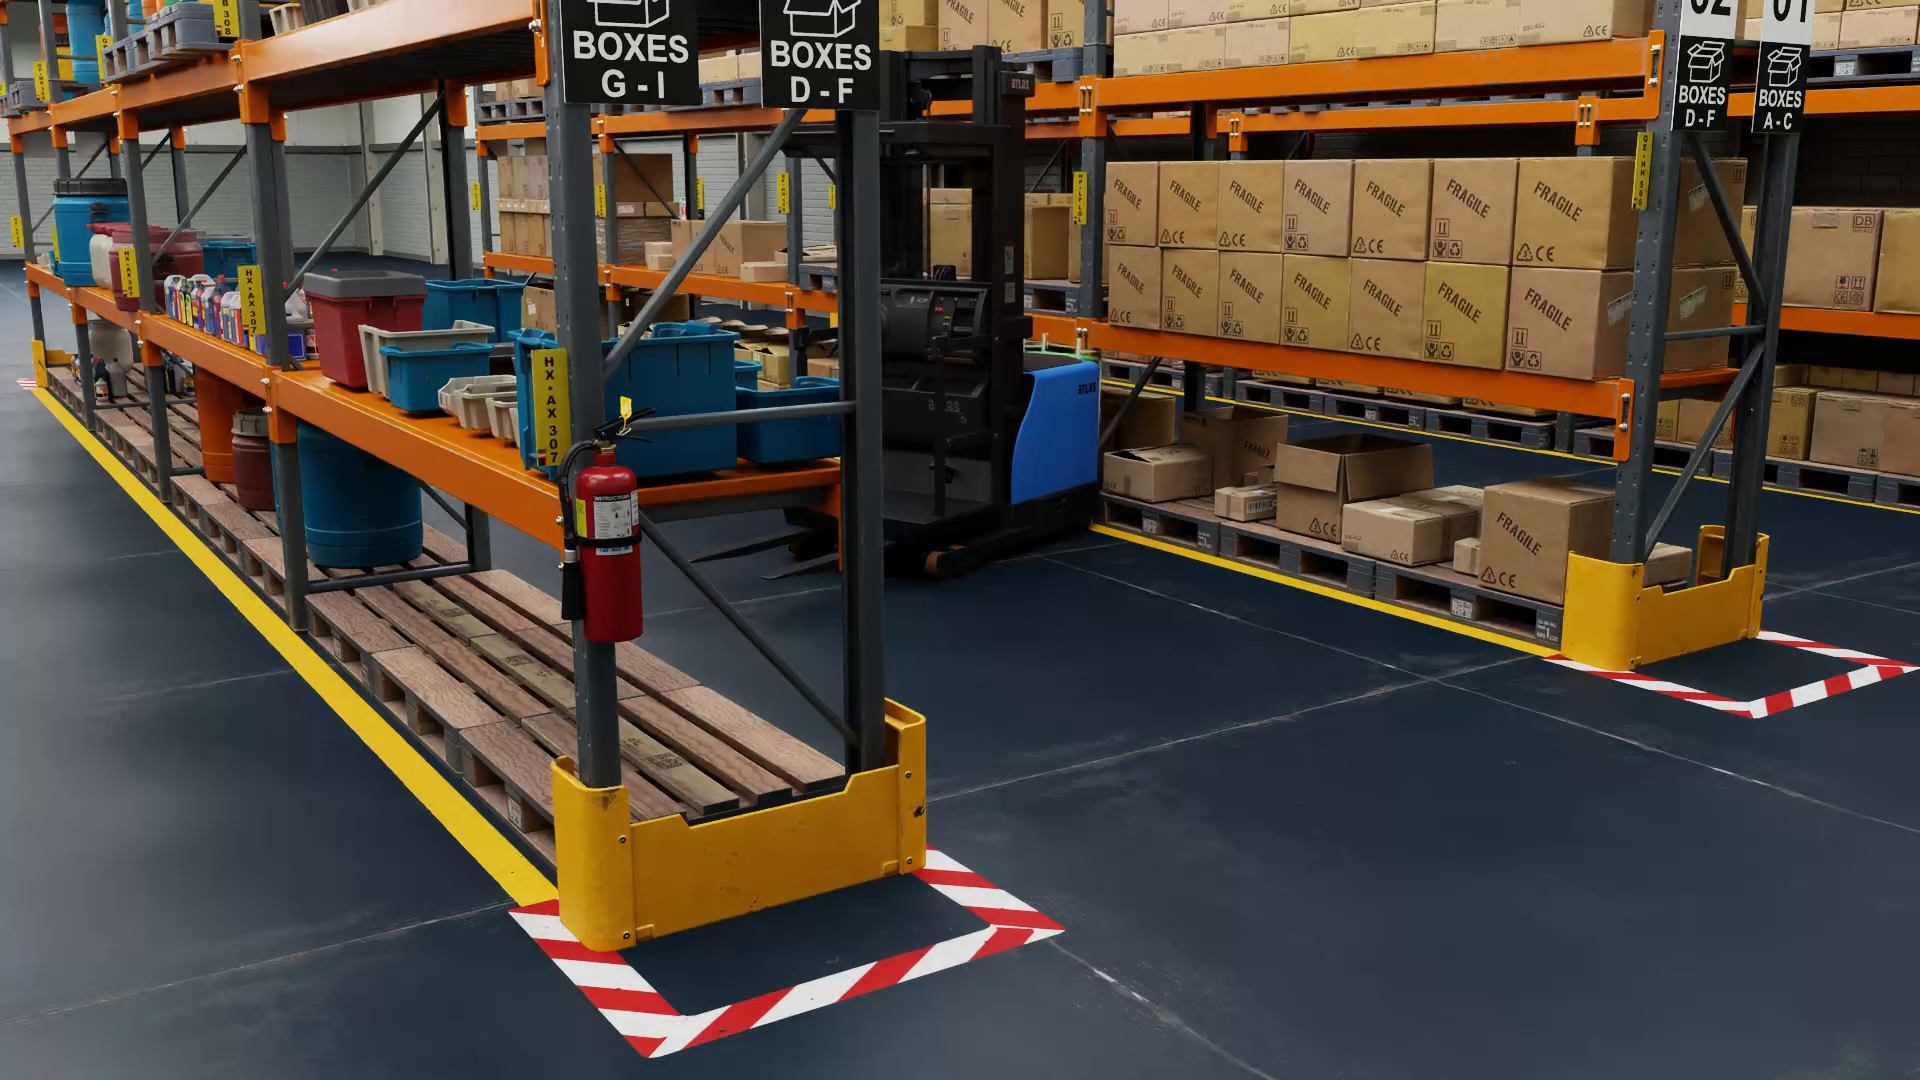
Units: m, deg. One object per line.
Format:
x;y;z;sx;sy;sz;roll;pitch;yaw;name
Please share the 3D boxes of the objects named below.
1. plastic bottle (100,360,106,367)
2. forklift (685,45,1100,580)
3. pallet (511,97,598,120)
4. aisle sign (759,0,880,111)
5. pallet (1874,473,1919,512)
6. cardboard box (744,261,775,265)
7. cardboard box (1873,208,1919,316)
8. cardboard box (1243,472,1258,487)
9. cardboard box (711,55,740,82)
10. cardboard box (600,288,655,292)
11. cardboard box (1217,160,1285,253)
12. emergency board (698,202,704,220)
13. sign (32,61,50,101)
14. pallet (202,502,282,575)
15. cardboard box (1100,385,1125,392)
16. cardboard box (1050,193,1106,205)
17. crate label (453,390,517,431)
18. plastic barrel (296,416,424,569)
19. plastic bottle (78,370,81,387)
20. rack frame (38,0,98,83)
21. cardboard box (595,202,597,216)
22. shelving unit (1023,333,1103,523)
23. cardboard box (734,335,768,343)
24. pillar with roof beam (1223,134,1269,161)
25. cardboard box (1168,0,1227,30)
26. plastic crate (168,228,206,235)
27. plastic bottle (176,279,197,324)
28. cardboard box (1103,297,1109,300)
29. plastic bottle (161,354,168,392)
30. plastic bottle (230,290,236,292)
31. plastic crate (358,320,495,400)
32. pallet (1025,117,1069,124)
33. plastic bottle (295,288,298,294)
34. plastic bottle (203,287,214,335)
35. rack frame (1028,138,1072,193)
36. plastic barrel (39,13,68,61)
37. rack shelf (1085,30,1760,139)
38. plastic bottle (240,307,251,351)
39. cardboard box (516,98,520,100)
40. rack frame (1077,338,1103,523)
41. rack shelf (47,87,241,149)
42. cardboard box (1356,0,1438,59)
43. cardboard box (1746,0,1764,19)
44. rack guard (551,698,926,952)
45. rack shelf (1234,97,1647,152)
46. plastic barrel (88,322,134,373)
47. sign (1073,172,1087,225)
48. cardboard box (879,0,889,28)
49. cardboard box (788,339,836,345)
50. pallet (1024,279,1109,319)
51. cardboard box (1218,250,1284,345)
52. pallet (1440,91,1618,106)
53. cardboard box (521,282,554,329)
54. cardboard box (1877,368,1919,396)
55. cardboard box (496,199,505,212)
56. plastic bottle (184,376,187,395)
-8.151;-1.569;15.843;0.061;0.283;0.133;-8;15;-33;plastic bottle
-0.364;-1.322;9.548;1.130;2.935;3.031;9;15;34;forklift
-4.381;-4.865;18.775;1.003;0.211;1.213;-8;15;-33;pallet
-0.405;-1.650;4.802;0.394;0.787;0.004;-8;15;-33;aisle sign
7.048;-0.301;11.246;1.003;0.211;1.213;-8;15;-33;pallet
-1.752;-2.464;15.196;0.380;0.149;0.250;-7;14;-29;cardboard box
6.852;-1.895;11.303;0.980;0.700;0.700;-8;15;-33;cardboard box
2.027;-0.350;10.584;0.380;0.149;0.250;-8;15;-33;cardboard box
-1.910;-4.232;15.039;0.500;0.250;0.500;-8;15;-34;cardboard box
-3.765;-2.603;18.944;0.500;0.500;0.500;-8;15;-33;cardboard box
1.815;-1.892;9.418;0.500;0.500;0.500;-9;15;-34;cardboard box
-4.863;-5.865;30.161;0.194;1.169;0.643;-8;15;-33;emergency board
-7.804;-3.899;14.127;0.100;0.325;0.005;-8;15;-33;sign
-3.981;-0.067;10.172;1.003;0.211;1.213;-8;15;-33;pallet
0.848;-0.857;12.082;0.500;0.500;0.500;-8;15;-32;cardboard box
1.464;-3.734;19.151;0.700;0.500;0.500;-6;14;-27;cardboard box
-1.617;-0.482;6.022;0.396;0.136;0.243;-8;15;-33;crate label
-3.195;-0.348;8.862;0.600;0.901;0.708;-8;15;-33;plastic barrel
-8.511;-1.596;16.158;0.097;0.201;0.097;0;12;0;plastic bottle
-7.340;-5.423;14.096;1.000;3.000;0.127;-8;15;-33;rack frame
-3.679;-3.511;17.642;0.380;0.149;0.250;-8;15;-34;cardboard box
0.629;-0.731;10.859;0.503;1.200;0.258;12;13;43;shelving unit
-2.064;-1.748;15.475;0.500;0.311;0.500;-8;15;-33;cardboard box
-0.461;-5.708;15.401;9.100;9.000;0.400;-8;15;-33;pillar with roof beam
1.559;-3.087;9.616;0.500;0.250;0.500;-8;15;-33;cardboard box
-6.817;-2.474;14.502;0.402;0.464;0.583;-8;15;-33;plastic crate
-4.897;-1.523;10.594;0.152;0.276;0.135;-8;15;-33;plastic bottle
1.867;-2.726;18.872;0.500;0.250;0.500;-9;15;-34;cardboard box
-7.562;-1.589;15.776;0.144;0.351;0.185;-8;15;-33;plastic bottle
-4.191;-1.307;9.616;0.097;0.271;0.097;0;12;0;plastic bottle
-2.215;-0.748;6.896;0.437;0.282;0.530;-8;15;-33;plastic crate
1.160;-4.916;19.239;1.213;0.211;1.003;-8;15;-33;pallet
-4.496;-1.640;11.303;0.097;0.201;0.097;0;12;0;plastic bottle
-4.385;-1.358;9.843;0.152;0.276;0.135;-8;15;-33;plastic bottle
0.907;-3.665;20.099;1.000;3.000;0.127;-8;15;-33;rack frame
-9.182;-5.013;17.252;0.600;0.830;0.708;-8;15;-33;plastic barrel
2.326;-2.413;9.039;1.077;0.370;4.000;-8;15;-33;rack shelf
-3.792;-1.203;8.957;0.144;0.351;0.185;-8;15;-33;plastic bottle
-4.926;-5.175;19.262;0.380;0.149;0.250;-8;15;-33;cardboard box
0.804;-0.695;10.693;0.015;1.200;0.240;12;13;43;rack frame
-6.232;-3.250;12.867;1.077;0.370;4.000;-8;15;-33;rack shelf
2.374;-2.574;8.439;0.500;0.250;0.500;-8;15;-33;cardboard box
5.791;-4.004;12.007;0.500;0.500;0.500;-8;15;-34;cardboard box
-0.668;0.866;5.232;1.175;0.500;0.348;-8;15;-33;rack guard
4.231;-3.712;14.976;1.077;0.370;4.000;-8;15;-33;rack shelf
-8.851;-1.996;17.310;0.421;0.512;0.421;0;12;0;plastic barrel
0.758;-2.154;10.482;0.100;0.325;0.005;-8;15;-33;sign
-0.479;-4.200;12.951;0.500;0.500;0.500;-8;15;-33;cardboard box
-1.342;-1.723;15.359;0.500;0.311;0.500;-9;15;-34;cardboard box
0.866;-1.716;11.638;1.003;0.211;1.213;-8;15;-33;pallet
1.835;-1.401;9.514;0.500;0.500;0.500;-8;15;-33;cardboard box
4.790;-3.771;14.012;0.805;0.209;1.217;-9;15;-35;pallet
-5.040;-2.807;19.875;0.500;0.500;0.500;-8;15;-33;cardboard box
6.759;-1.125;11.837;0.380;0.149;0.250;-8;15;-32;cardboard box
-5.393;-4.060;20.152;0.380;0.149;0.250;-8;15;-33;cardboard box
-7.208;-1.467;15.568;0.097;0.201;0.097;0;12;0;plastic bottle
